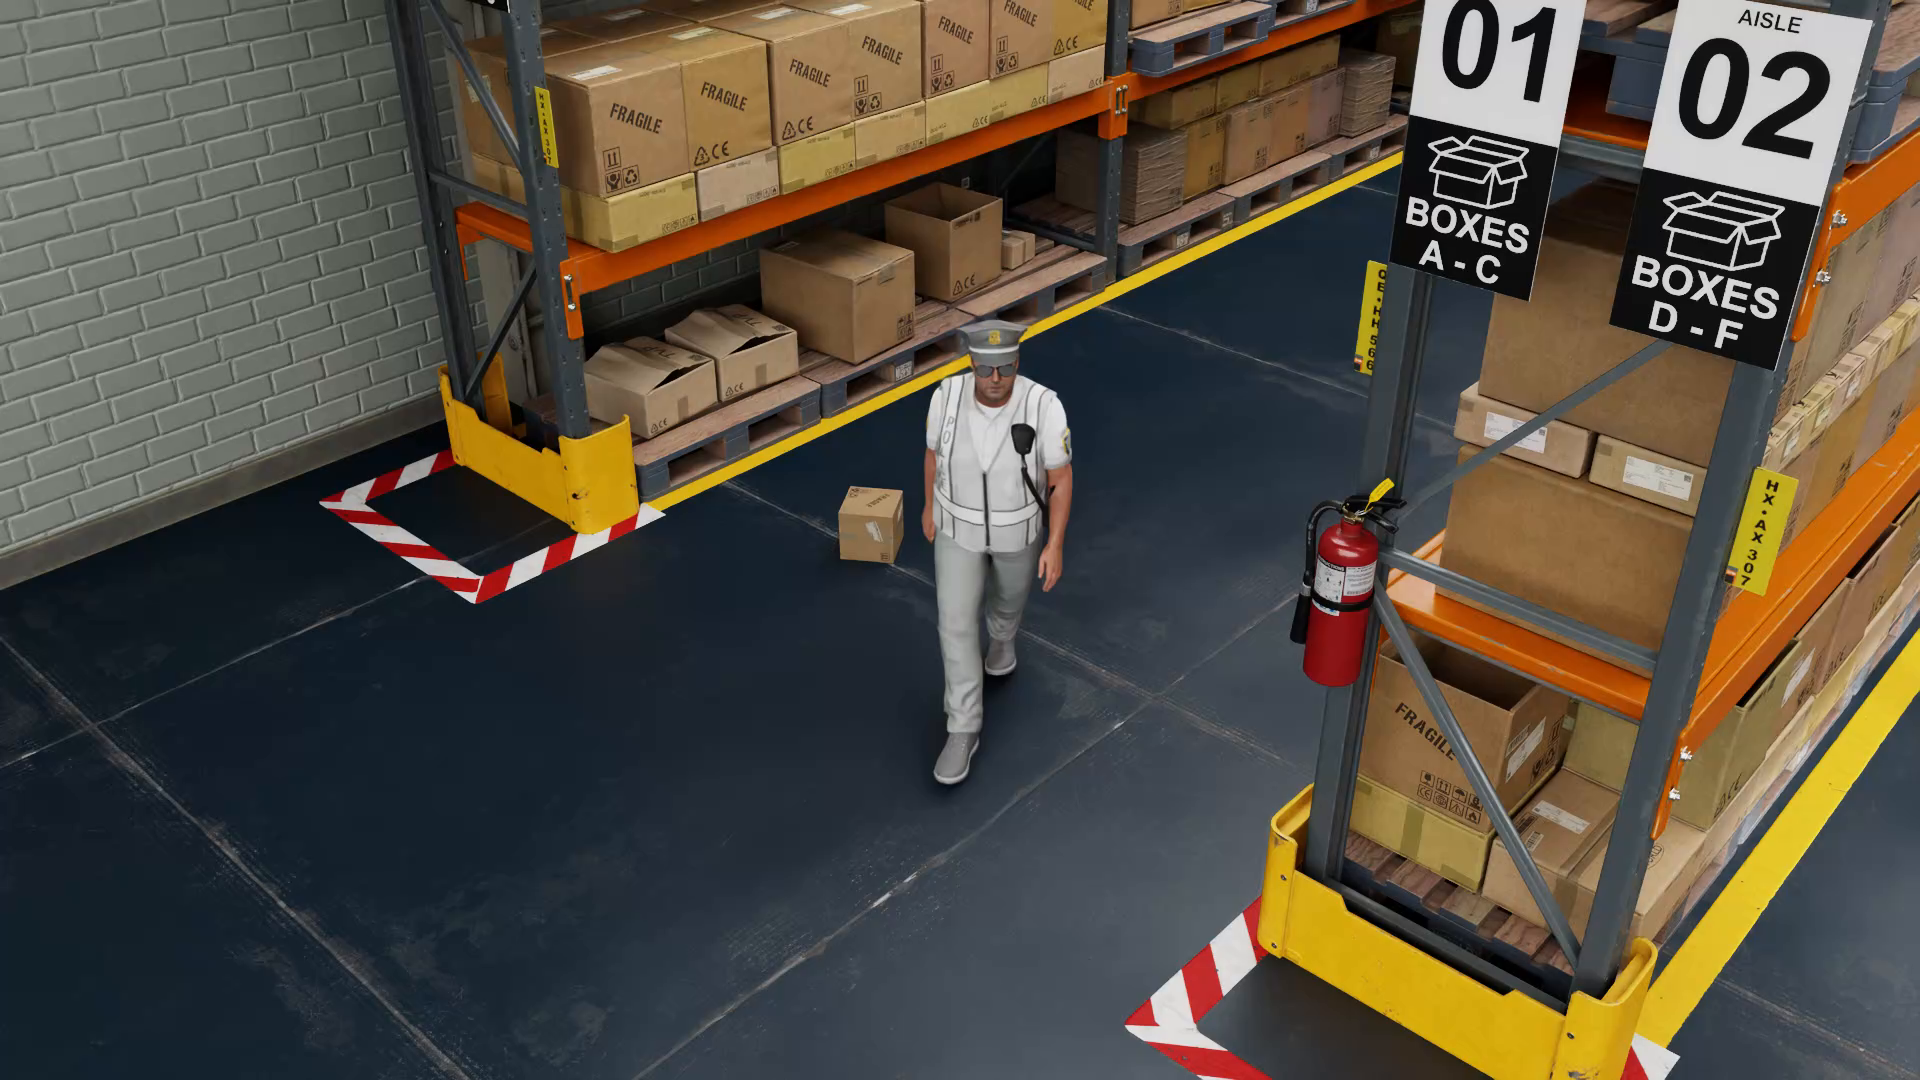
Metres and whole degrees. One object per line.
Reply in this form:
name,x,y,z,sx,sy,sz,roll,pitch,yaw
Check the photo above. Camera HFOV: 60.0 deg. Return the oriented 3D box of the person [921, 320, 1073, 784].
person,0.128,-0.050,6.188,0.570,1.689,1.046,1,31,2
